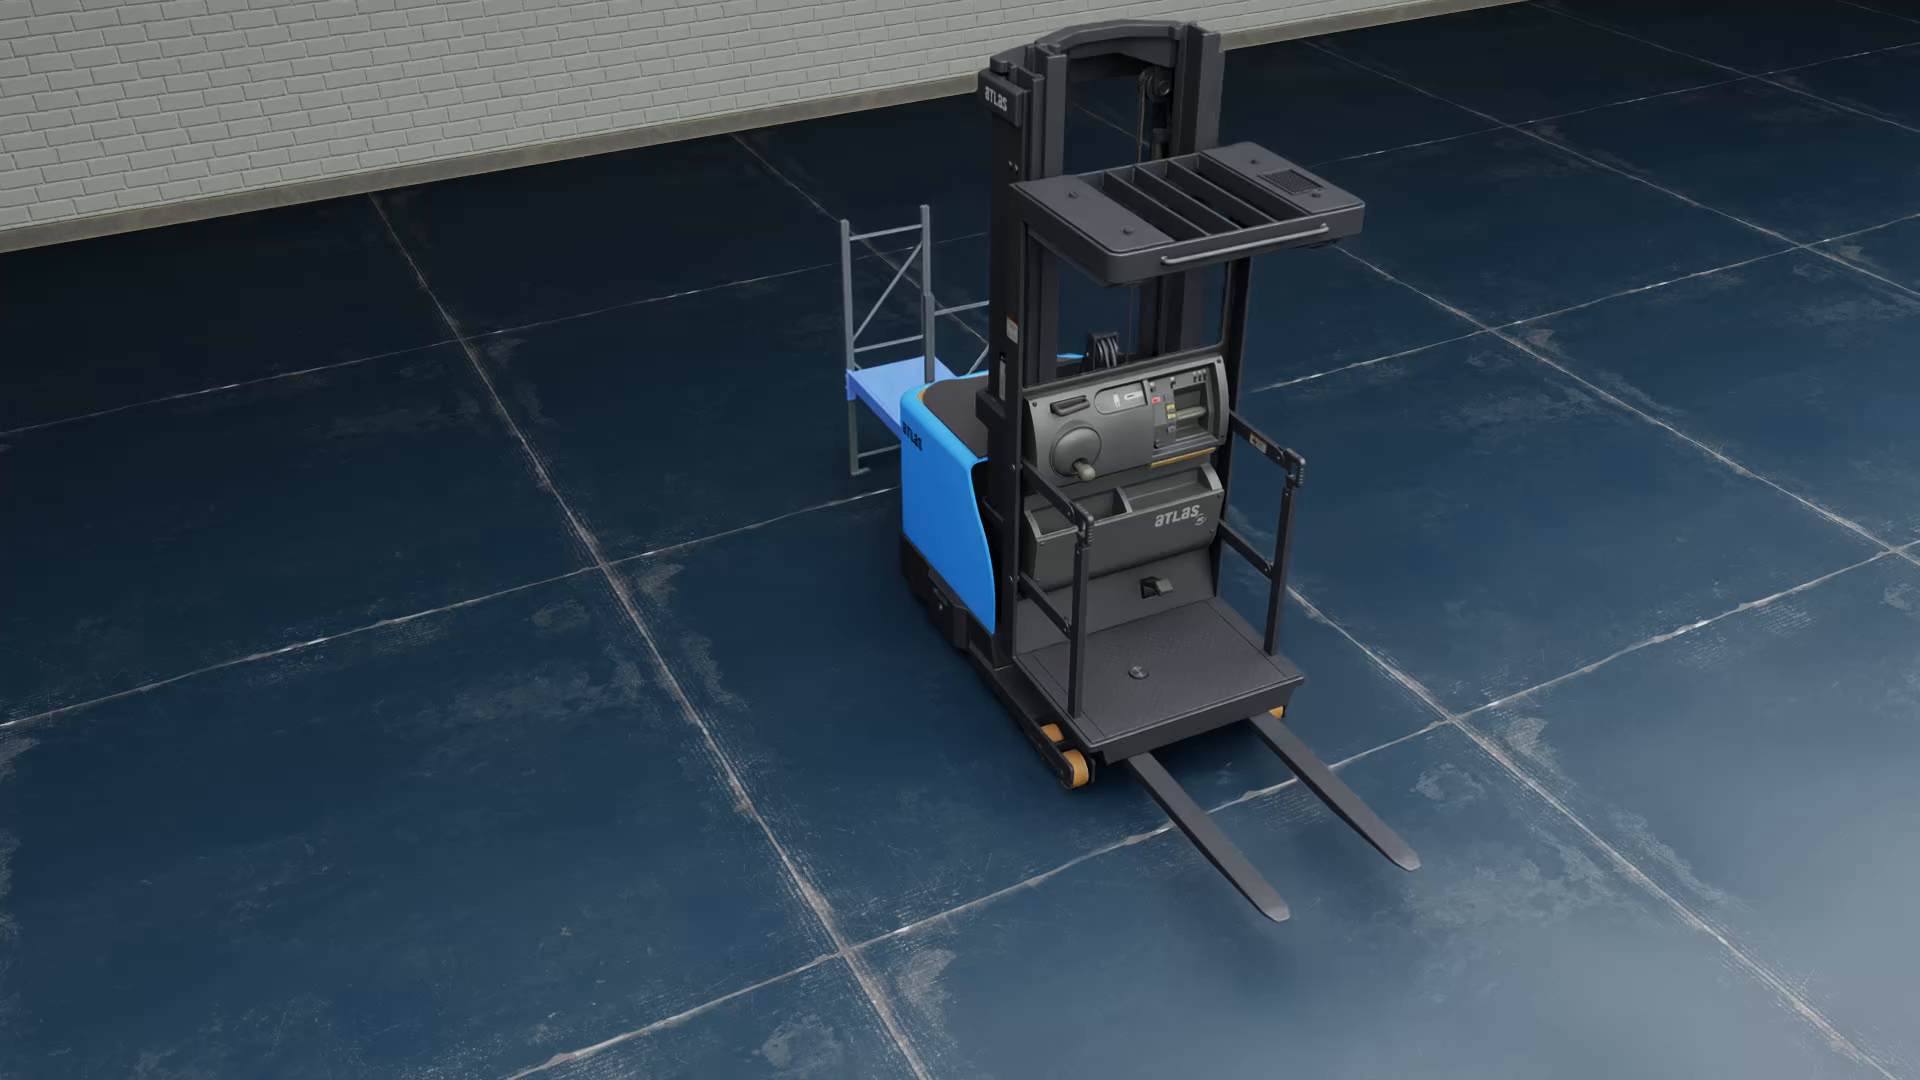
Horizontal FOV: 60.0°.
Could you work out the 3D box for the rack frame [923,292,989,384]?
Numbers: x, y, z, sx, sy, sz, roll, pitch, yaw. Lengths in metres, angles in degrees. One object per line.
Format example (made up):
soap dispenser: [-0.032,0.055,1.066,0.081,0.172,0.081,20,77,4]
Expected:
rack frame: [0.059,-0.568,8.247,0.500,1.500,0.032,-15,36,-22]

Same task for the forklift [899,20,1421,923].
forklift: [0.803,-0.447,6.731,1.130,2.935,3.031,-15,36,-22]

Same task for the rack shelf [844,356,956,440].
rack shelf: [-0.165,-0.663,8.728,0.538,0.185,1.000,-15,36,-22]

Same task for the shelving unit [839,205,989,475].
shelving unit: [-0.165,-0.814,8.631,0.538,1.500,1.048,-15,36,-22]

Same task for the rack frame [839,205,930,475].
rack frame: [-0.390,-1.060,9.015,0.500,1.500,0.032,-15,36,-22]
